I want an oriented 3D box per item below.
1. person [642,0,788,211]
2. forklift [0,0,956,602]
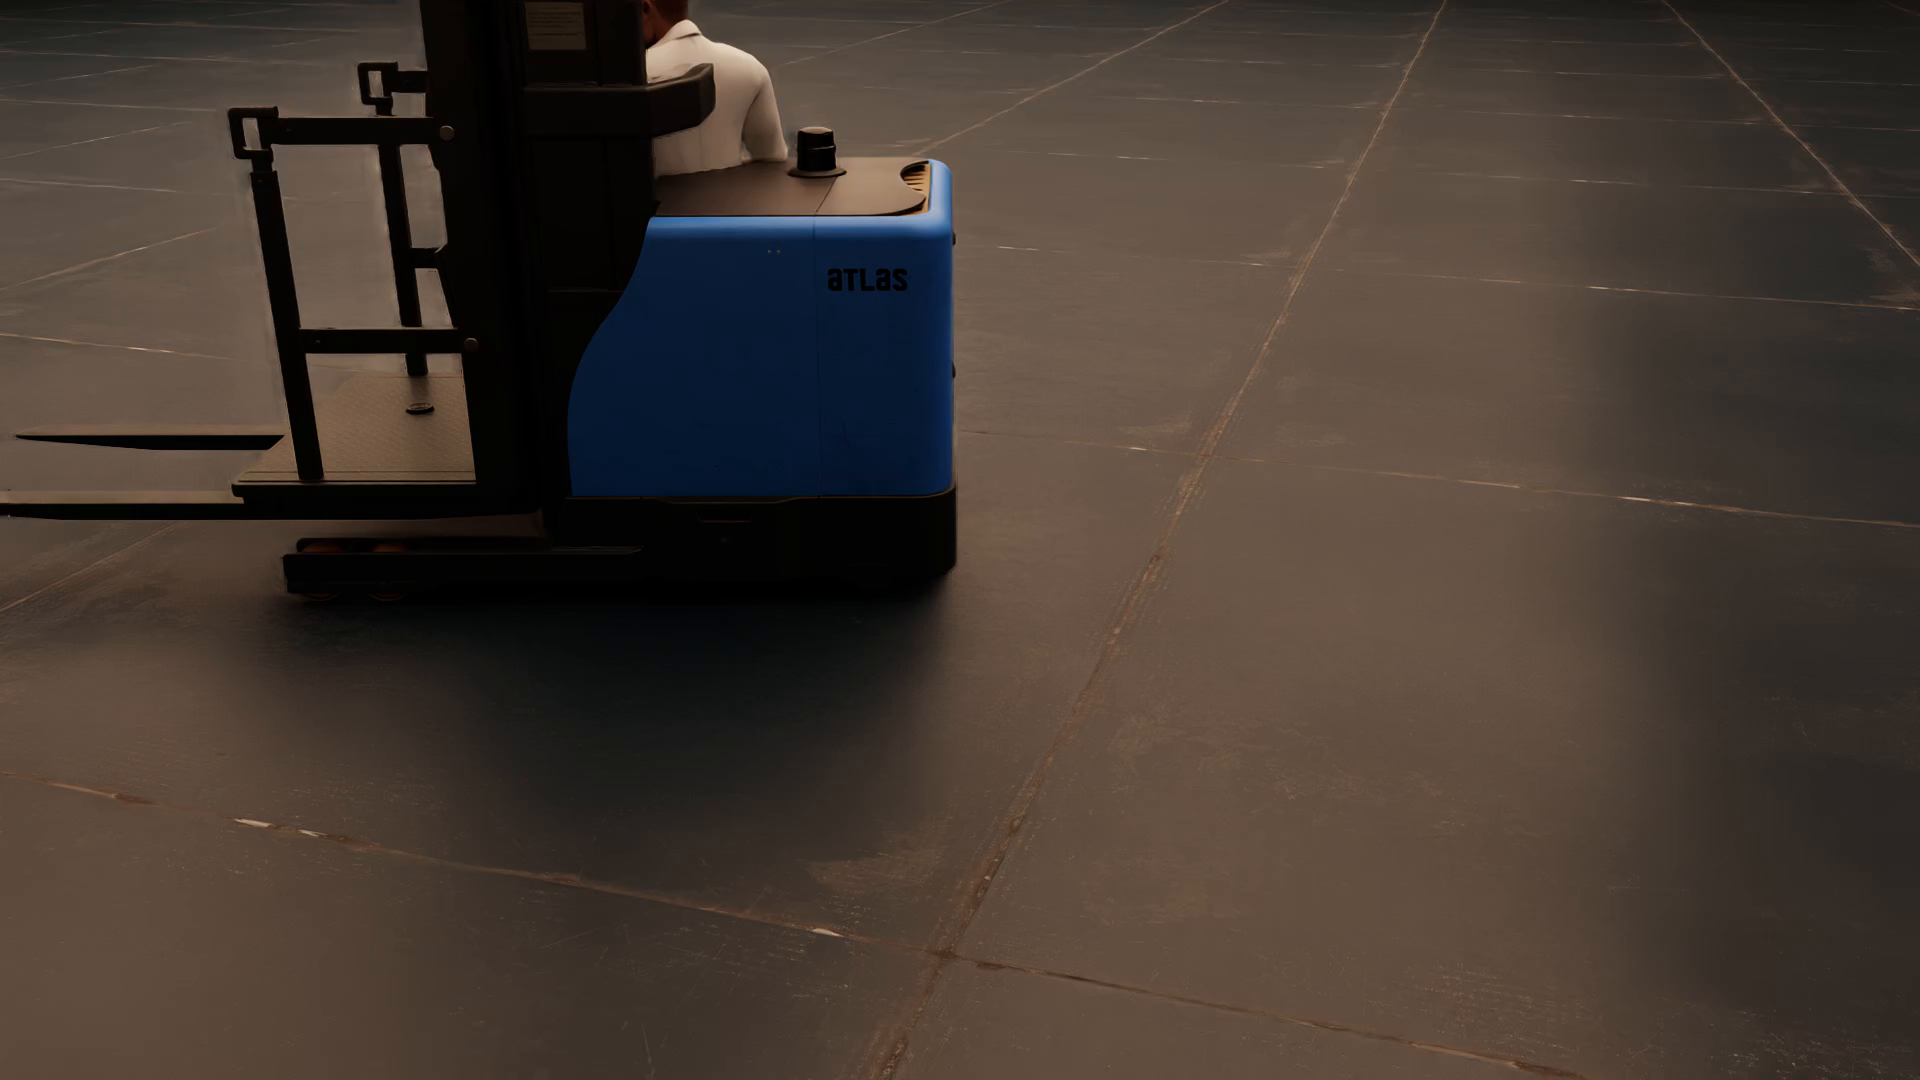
[{"bbox_3d":[-0.898,-0.912,5.101,0.803,1.704,0.756,-20,30,-40],"label":"person"},{"bbox_3d":[-1.527,-1.382,4.628,3.031,2.935,1.130,0,22,0],"label":"forklift"}]
